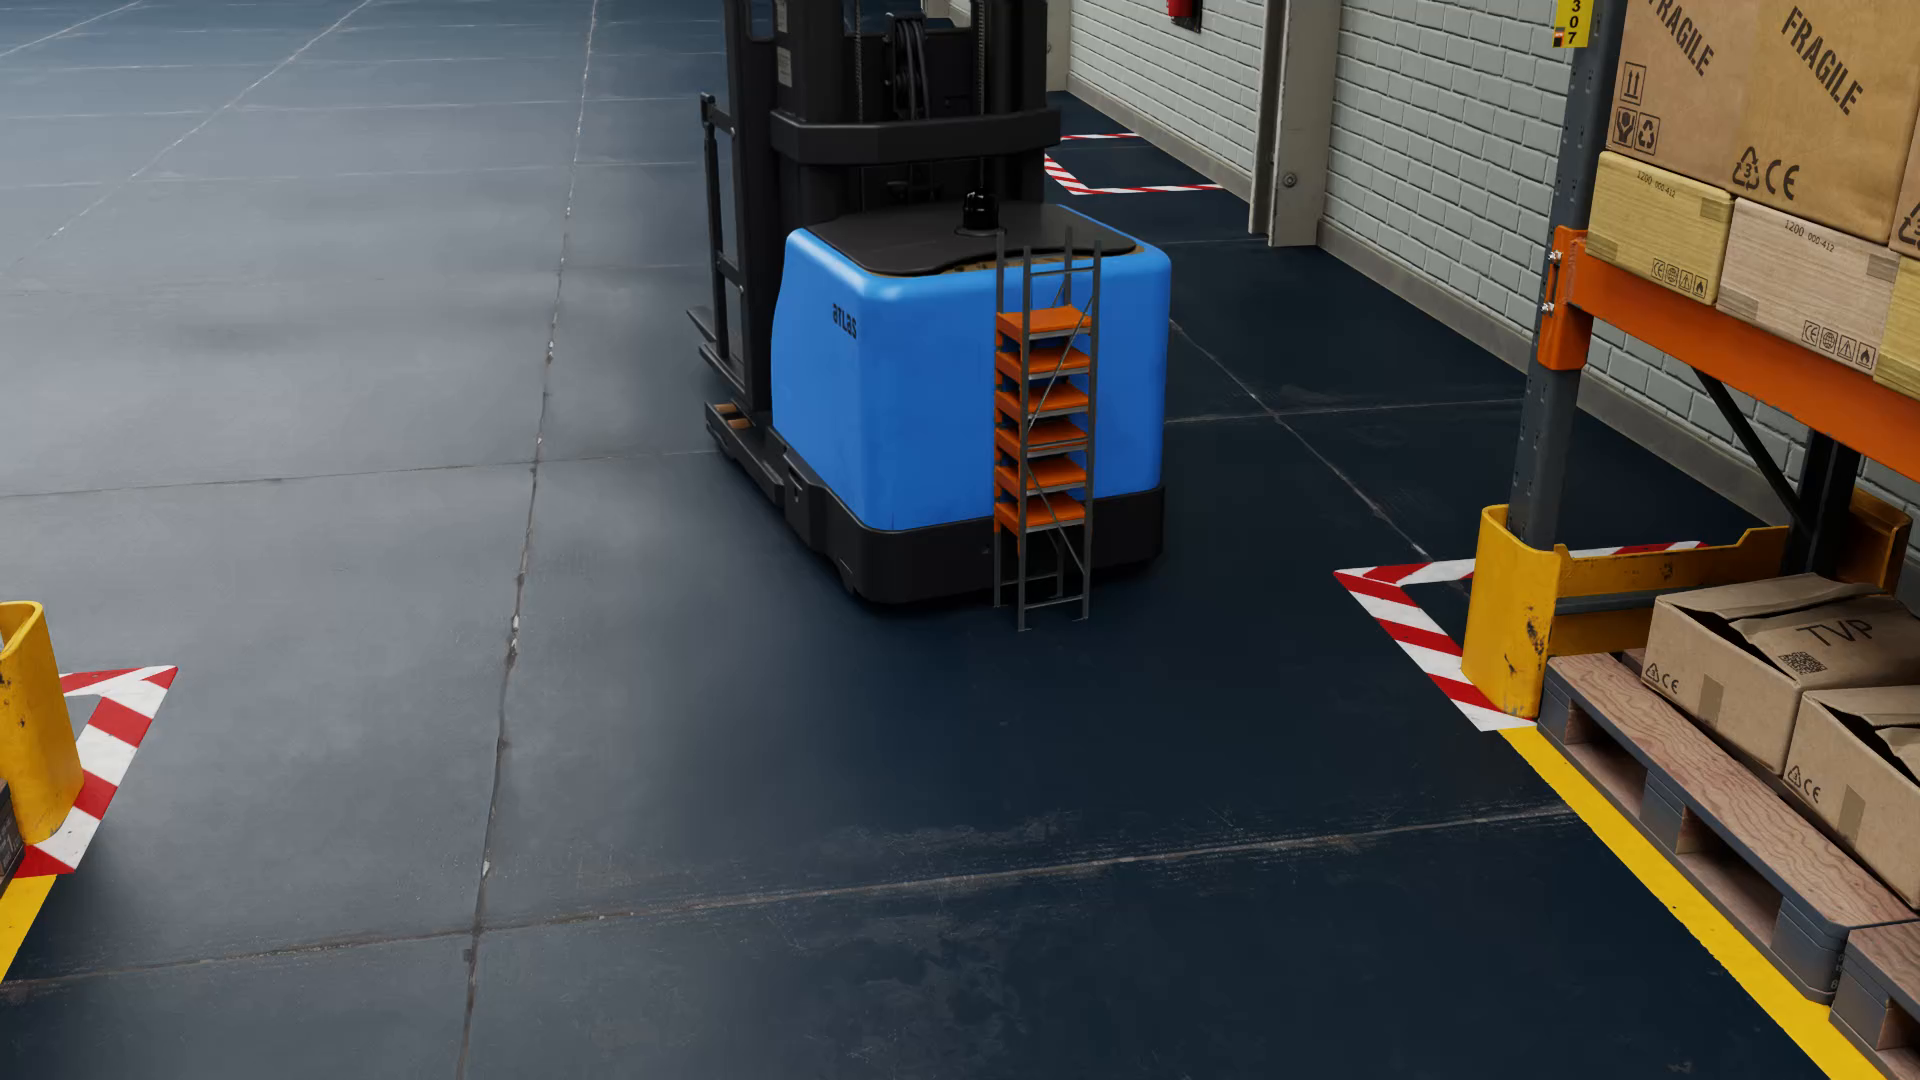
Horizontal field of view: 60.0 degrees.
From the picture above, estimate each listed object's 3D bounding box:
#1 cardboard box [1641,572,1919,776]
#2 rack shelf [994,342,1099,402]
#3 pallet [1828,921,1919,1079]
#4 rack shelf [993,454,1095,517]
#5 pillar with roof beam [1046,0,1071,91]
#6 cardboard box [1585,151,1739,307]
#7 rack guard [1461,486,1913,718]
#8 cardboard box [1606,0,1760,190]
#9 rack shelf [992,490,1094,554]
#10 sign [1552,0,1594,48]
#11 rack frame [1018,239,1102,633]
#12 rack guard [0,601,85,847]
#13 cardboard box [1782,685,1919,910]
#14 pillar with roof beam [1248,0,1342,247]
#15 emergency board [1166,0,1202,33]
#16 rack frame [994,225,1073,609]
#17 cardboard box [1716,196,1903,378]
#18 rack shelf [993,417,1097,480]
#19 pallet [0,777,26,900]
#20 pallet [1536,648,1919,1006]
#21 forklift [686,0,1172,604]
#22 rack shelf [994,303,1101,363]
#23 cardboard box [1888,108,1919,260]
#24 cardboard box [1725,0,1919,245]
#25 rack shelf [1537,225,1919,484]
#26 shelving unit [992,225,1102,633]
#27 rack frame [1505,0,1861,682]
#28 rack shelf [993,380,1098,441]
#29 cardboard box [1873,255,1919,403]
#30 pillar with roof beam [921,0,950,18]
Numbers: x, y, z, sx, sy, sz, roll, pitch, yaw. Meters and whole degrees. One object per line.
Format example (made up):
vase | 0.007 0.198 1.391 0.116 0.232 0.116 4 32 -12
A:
cardboard box | 2.089 0.293 4.141 0.500 0.311 0.500 -7 25 -16
rack shelf | 0.253 -0.496 4.898 0.258 0.103 0.180 -9 25 -21
pallet | 2.401 1.093 2.985 1.003 0.211 1.213 -4 24 -10
rack shelf | 0.253 -0.166 5.042 0.258 0.103 0.180 -9 25 -21
pillar with roof beam | -3.420 -7.956 12.722 9.100 9.000 0.400 -4 24 -10
cardboard box | 1.828 -0.741 3.862 0.500 0.250 0.500 -5 24 -11
rack guard | 2.064 0.159 4.761 1.175 0.500 0.348 -4 24 -10
cardboard box | 1.843 -1.090 3.724 0.500 0.500 0.500 -4 24 -10
rack shelf | 0.253 -0.056 5.090 0.258 0.103 0.180 -9 25 -21
sign | 1.517 -1.373 4.064 0.100 0.325 0.005 -4 24 -10
rack frame | 0.288 -0.283 4.899 0.240 1.200 0.006 -9 25 -21
rack guard | -2.822 0.488 4.008 1.175 0.500 0.348 -4 24 -10
cardboard box | 2.195 0.517 3.627 0.500 0.311 0.500 -2 24 -5
pillar with roof beam | -2.311 -5.596 7.319 9.100 9.000 0.400 -4 24 -10
emergency board | 1.500 -4.140 11.481 0.194 1.169 0.643 -4 24 -10
rack frame | 0.218 -0.351 5.054 0.240 1.200 0.006 -9 25 -21
cardboard box | 1.938 -0.538 3.397 0.500 0.250 0.500 -5 24 -11
rack shelf | 0.253 -0.276 4.994 0.258 0.103 0.180 -9 25 -21
pallet | -2.635 0.927 3.363 1.003 0.211 1.213 -4 24 -10
pallet | 2.179 0.614 4.081 1.003 0.211 1.213 -4 24 -10
forklift | -0.365 -1.706 5.995 1.130 2.935 3.031 -9 25 -21
rack shelf | 0.253 -0.606 4.850 0.258 0.103 0.180 -9 25 -21
cardboard box | 2.014 -0.692 2.811 0.500 0.500 0.500 -5 24 -11
cardboard box | 1.924 -0.895 3.277 0.500 0.500 0.500 -4 24 -10
rack shelf | 2.420 0.100 2.672 1.077 0.370 4.000 -4 24 -10
shelving unit | 0.253 -0.317 4.977 0.258 1.200 0.189 -9 25 -21
rack frame | 2.050 -1.016 4.329 1.000 3.000 0.127 -4 24 -10
rack shelf | 0.253 -0.386 4.946 0.258 0.103 0.180 -9 25 -21
cardboard box | 2.026 -0.337 2.937 0.500 0.250 0.500 -5 24 -11
pillar with roof beam | -4.530 -10.316 18.126 9.100 9.000 0.400 -4 24 -10
